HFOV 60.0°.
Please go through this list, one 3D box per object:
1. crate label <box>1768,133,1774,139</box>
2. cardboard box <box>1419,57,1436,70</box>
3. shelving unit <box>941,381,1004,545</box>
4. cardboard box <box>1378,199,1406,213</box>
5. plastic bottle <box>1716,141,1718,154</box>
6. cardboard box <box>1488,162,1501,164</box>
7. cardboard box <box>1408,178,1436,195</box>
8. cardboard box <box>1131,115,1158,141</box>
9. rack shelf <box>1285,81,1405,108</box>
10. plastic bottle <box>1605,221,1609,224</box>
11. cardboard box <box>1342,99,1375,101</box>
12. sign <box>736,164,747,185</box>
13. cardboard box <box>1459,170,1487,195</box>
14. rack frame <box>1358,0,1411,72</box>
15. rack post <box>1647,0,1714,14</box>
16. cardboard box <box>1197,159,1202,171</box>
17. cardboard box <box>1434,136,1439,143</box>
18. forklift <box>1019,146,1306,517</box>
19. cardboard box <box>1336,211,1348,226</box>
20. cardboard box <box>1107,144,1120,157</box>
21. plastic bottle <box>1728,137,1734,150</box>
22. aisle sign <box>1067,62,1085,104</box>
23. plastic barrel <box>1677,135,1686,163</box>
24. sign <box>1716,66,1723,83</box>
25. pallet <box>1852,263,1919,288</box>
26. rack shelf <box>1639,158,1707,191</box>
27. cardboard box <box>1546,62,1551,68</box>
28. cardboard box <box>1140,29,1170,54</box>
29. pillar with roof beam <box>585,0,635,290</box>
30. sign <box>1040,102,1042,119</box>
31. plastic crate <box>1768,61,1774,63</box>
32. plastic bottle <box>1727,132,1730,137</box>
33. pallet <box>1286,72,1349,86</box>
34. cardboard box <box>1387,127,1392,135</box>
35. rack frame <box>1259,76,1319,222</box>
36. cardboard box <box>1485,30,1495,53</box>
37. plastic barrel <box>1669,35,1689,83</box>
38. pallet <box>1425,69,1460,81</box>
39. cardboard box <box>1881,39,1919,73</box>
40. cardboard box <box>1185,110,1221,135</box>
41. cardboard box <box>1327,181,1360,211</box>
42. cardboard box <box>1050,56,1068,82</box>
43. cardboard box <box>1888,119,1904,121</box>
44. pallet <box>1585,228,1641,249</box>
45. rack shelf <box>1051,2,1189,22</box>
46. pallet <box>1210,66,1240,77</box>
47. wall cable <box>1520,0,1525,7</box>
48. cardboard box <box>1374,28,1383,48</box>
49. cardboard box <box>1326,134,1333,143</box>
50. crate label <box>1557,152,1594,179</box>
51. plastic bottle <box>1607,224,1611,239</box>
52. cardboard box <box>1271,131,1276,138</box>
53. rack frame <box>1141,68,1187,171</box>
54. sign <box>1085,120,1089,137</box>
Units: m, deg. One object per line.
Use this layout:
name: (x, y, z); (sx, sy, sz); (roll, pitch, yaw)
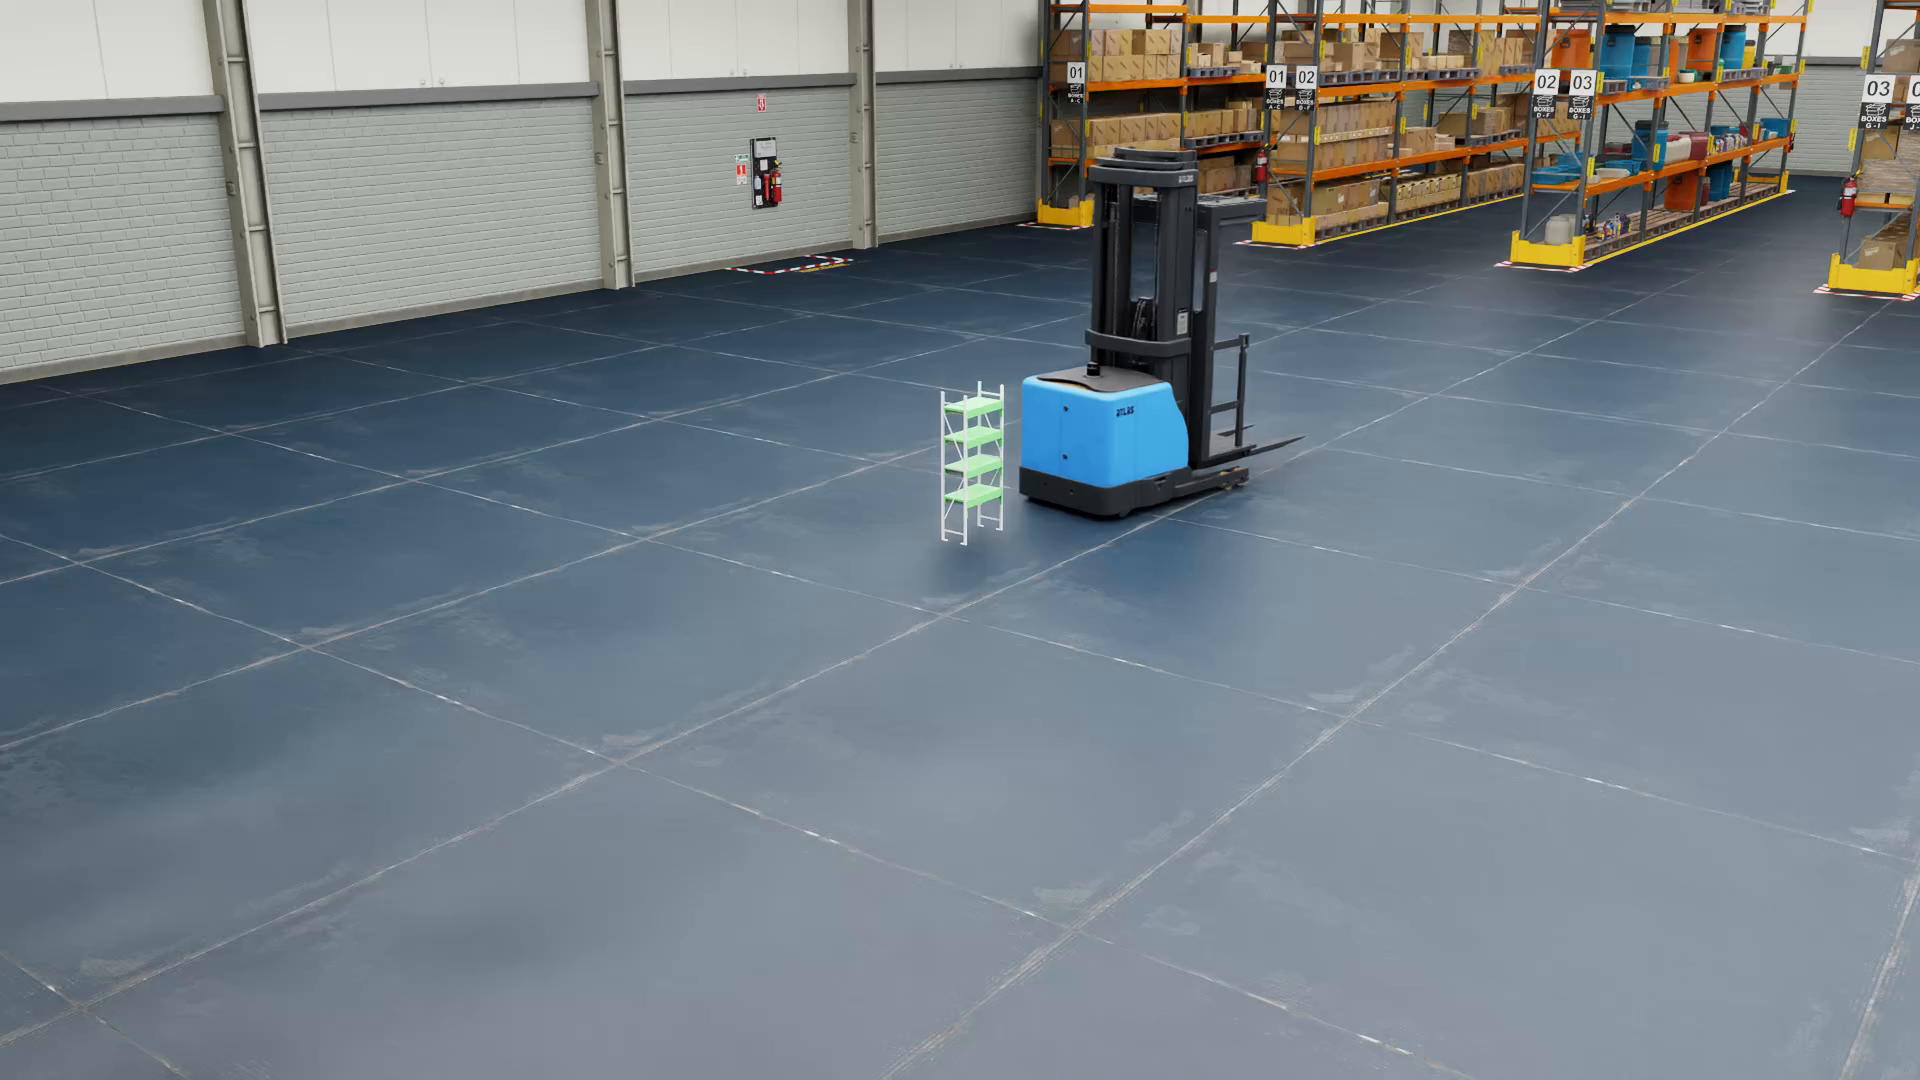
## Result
crate label: (18.924, -9.518, 39.179); (0.396, 0.136, 0.243); (12, 21, 35)
cardboard box: (9.658, -10.003, 34.883); (0.500, 0.250, 0.500); (10, 20, 30)
shelving unit: (0.099, -0.612, 13.193); (0.258, 1.200, 0.503); (12, 21, 35)
cardboard box: (8.908, -6.936, 34.450); (0.500, 0.250, 0.500); (12, 21, 33)
plastic bottle: (15.929, -8.277, 35.057); (0.097, 0.271, 0.097); (0, 17, 0)
cardboard box: (12.752, -8.846, 40.145); (0.500, 0.500, 0.500); (11, 21, 32)
cardboard box: (9.830, -7.573, 35.554); (0.500, 0.311, 0.500); (13, 22, 36)
cardboard box: (3.854, -8.762, 35.355); (0.500, 0.500, 0.500); (12, 21, 33)
rack shelf: (7.277, -8.609, 32.064); (1.077, 0.370, 4.000); (12, 21, 35)
plastic bottle: (11.800, -5.687, 30.337); (0.061, 0.283, 0.133); (12, 21, 35)
cardboard box: (10.457, -11.394, 44.371); (0.980, 0.700, 0.700); (11, 20, 32)
sign: (-3.663, -6.131, 27.867); (0.001, 0.329, 0.234); (12, 21, 35)
cardboard box: (11.661, -8.149, 37.901); (0.500, 0.500, 0.500); (12, 21, 33)
rack frame: (8.469, -10.862, 33.047); (1.000, 3.000, 0.127); (12, 21, 35)
rack post: (13.549, -10.565, 31.755); (1.013, 1.000, 3.121); (12, 21, 35)
cardboard box: (5.173, -8.529, 37.860); (0.500, 0.250, 0.500); (12, 21, 34)
cardboard box: (10.164, -8.728, 36.442); (0.500, 0.311, 0.500); (12, 21, 34)
forklift: (1.930, -1.937, 14.540); (3.031, 2.935, 1.130); (-16, 23, -41)
cardboard box: (7.177, -6.258, 32.267); (0.500, 0.250, 0.500); (12, 21, 35)
cardboard box: (2.949, -8.043, 34.304); (0.500, 0.250, 0.500); (12, 21, 33)
plastic bottle: (16.718, -8.608, 36.116); (0.152, 0.276, 0.135); (12, 21, 35)
aisle sign: (2.303, -9.090, 33.073); (0.394, 0.787, 0.004); (12, 21, 35)
plastic barrel: (14.136, -7.743, 32.932); (0.421, 0.512, 0.421); (0, 17, 0)
sign: (15.274, -9.360, 33.446); (0.100, 0.325, 0.005); (12, 21, 35)
pallet: (14.597, -4.166, 26.303); (1.003, 0.211, 1.213); (12, 21, 35)
rack shelf: (13.637, -7.253, 32.755); (1.077, 0.370, 4.000); (12, 21, 35)
cardboard box: (14.025, -11.453, 40.263); (0.500, 0.250, 0.500); (12, 21, 35)
cardboard box: (4.088, -10.538, 35.174); (0.500, 0.500, 0.500); (14, 22, 38)
pillar with roof beam: (-1.865, -7.484, 22.170); (9.100, 9.000, 0.400); (12, 21, 35)
sign: (1.671, -8.725, 33.797); (0.100, 0.325, 0.005); (12, 21, 35)
plastic crate: (19.142, -11.306, 39.756); (0.497, 0.269, 0.590); (12, 21, 35)
plastic bottle: (16.811, -8.751, 36.449); (0.144, 0.351, 0.185); (12, 21, 35)
pallet: (6.528, -8.598, 30.964); (1.003, 0.211, 1.213); (12, 21, 35)
cardboard box: (8.479, -8.251, 33.495); (0.380, 0.149, 0.250); (12, 21, 35)
rack frame: (6.086, -7.044, 30.868); (1.000, 3.000, 0.127); (12, 21, 35)
cardboard box: (11.725, -11.253, 37.510); (0.500, 0.500, 0.500); (12, 21, 35)
plastic barrel: (14.165, -9.588, 33.157); (0.600, 0.901, 0.600); (0, 17, 0)
pallet: (9.856, -9.847, 35.157); (1.003, 0.211, 1.213); (14, 22, 37)
cardboard box: (14.760, -7.567, 25.983); (0.500, 0.500, 0.500); (12, 21, 35)
cardboard box: (5.525, -9.538, 37.990); (0.700, 0.500, 0.500); (16, 24, 42)
cardboard box: (7.480, -6.735, 32.536); (0.500, 0.500, 0.500); (12, 21, 35)
cardboard box: (2.151, -9.552, 33.686); (0.500, 0.500, 0.500); (14, 22, 39)
cardboard box: (15.066, -6.491, 26.731); (0.500, 0.500, 0.500); (12, 21, 35)
pallet: (12.011, -5.636, 31.037); (1.003, 0.211, 1.213); (12, 21, 35)
rack shelf: (3.297, -10.915, 34.436); (1.077, 0.370, 4.000); (12, 21, 35)
pallet: (5.557, -10.590, 37.545); (1.213, 0.211, 1.003); (12, 21, 35)
wall cable: (17.468, -16.329, 47.373); (3.097, 2.526, 0.112); (12, 21, 35)
cardboard box: (10.811, -13.231, 43.846); (0.500, 0.500, 0.500); (11, 21, 32)
cardboard box: (6.797, -7.579, 31.330); (0.380, 0.149, 0.250); (13, 21, 35)
crate label: (10.941, -6.671, 29.607); (0.502, 0.435, 0.616); (12, 21, 35)
plastic bottle: (11.656, -5.557, 29.939); (0.097, 0.271, 0.097); (0, 17, 0)
cardboard box: (7.411, -9.809, 40.163); (0.380, 0.149, 0.250); (13, 21, 35)
rack frame: (4.489, -8.871, 36.752); (1.000, 3.000, 0.127); (12, 21, 35)
sign: (2.541, -8.236, 33.247); (0.100, 0.325, 0.005); (12, 21, 35)
